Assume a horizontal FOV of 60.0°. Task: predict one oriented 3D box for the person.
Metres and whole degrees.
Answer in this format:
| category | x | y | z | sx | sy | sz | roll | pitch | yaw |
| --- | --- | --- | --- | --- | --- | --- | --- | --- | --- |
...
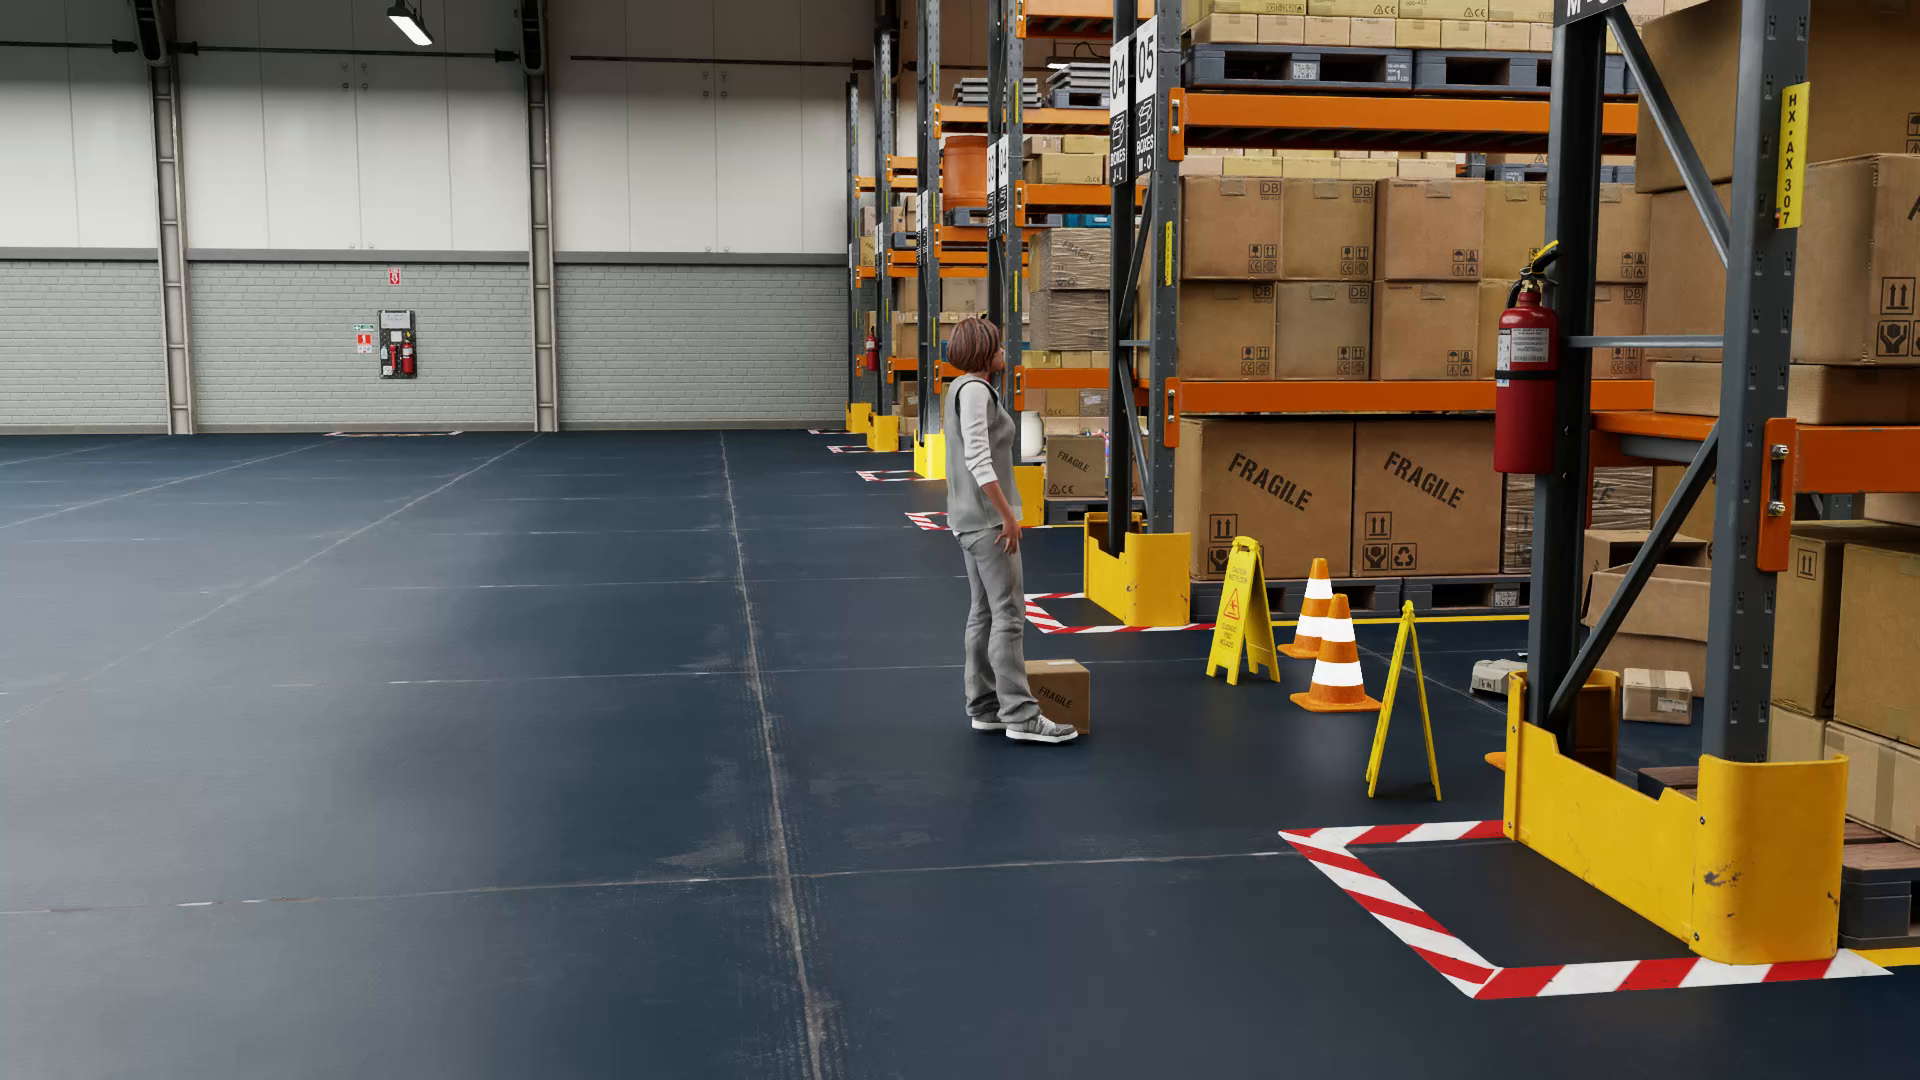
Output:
| category | x | y | z | sx | sy | sz | roll | pitch | yaw |
| --- | --- | --- | --- | --- | --- | --- | --- | --- | --- |
| person | 0.178 | -0.051 | 6.383 | 0.474 | 1.597 | 0.521 | -1 | 7 | -9 |
